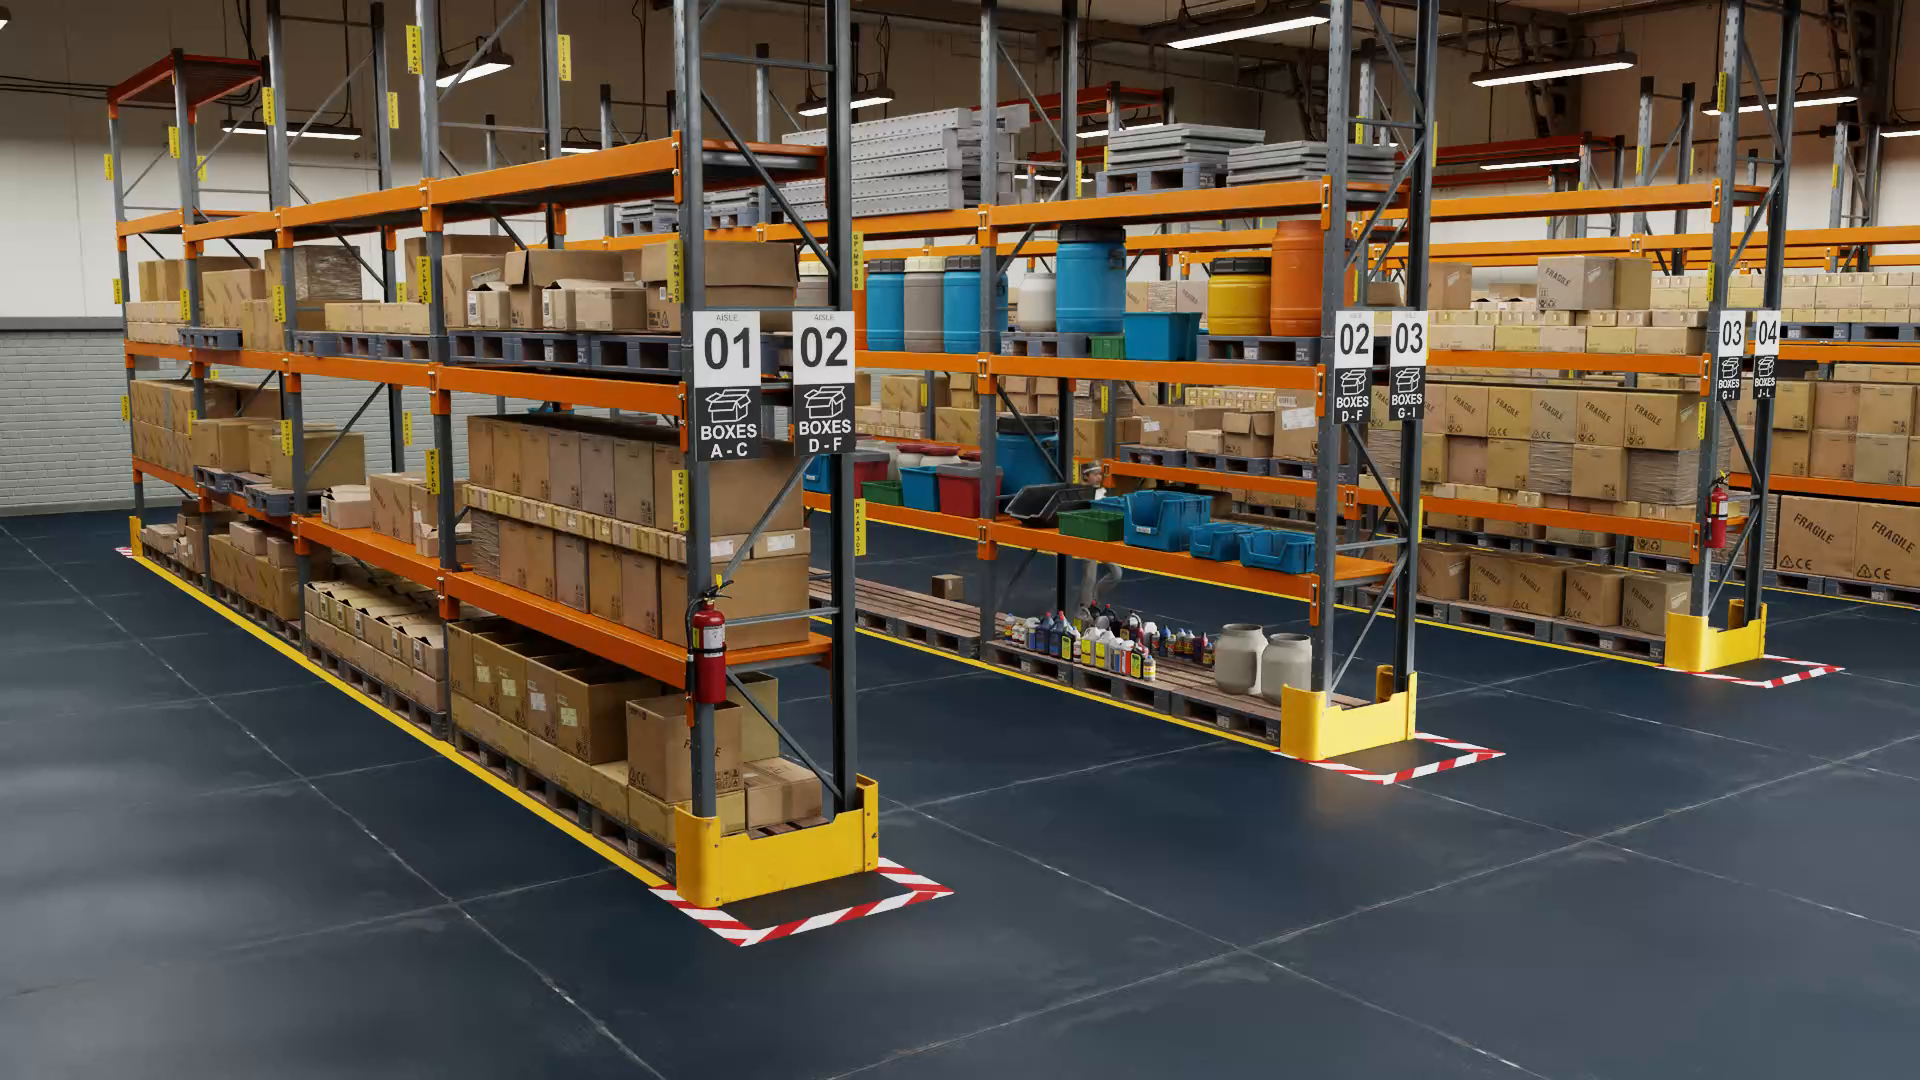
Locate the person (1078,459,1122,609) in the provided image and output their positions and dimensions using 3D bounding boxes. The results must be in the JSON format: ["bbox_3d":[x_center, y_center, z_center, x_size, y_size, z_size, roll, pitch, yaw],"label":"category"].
[{"bbox_3d":[1.383,0.026,16.810,0.518,1.689,0.437,-8,11,-43],"label":"person"}]
